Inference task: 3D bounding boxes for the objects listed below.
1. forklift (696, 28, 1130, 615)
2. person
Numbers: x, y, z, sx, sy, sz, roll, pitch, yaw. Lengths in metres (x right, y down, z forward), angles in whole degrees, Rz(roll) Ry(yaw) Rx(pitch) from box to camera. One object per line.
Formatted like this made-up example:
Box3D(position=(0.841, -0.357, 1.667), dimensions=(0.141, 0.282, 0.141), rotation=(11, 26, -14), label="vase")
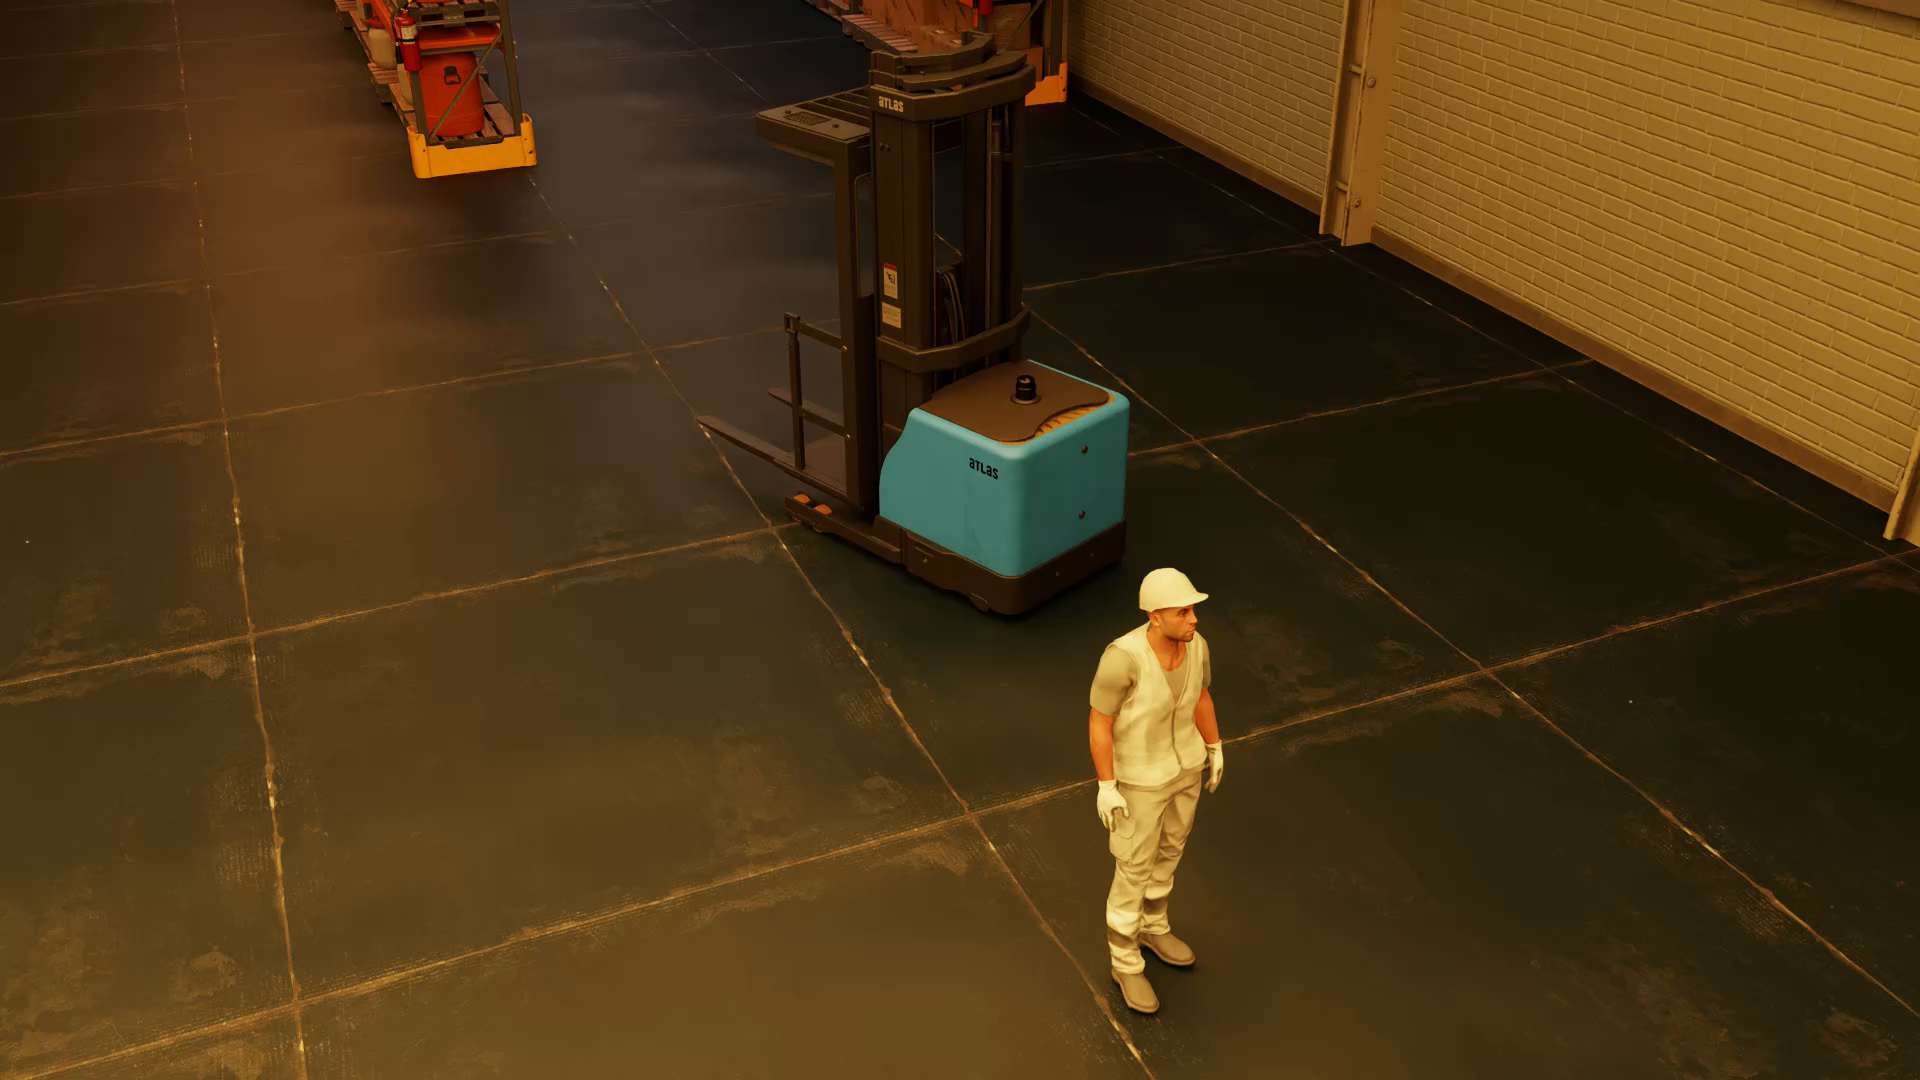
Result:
Box3D(position=(-0.436, -1.483, 9.714), dimensions=(3.031, 2.935, 1.130), rotation=(26, 39, 37), label="forklift")
Box3D(position=(0.827, 0.960, 6.577), dimensions=(0.637, 1.786, 0.565), rotation=(-19, 35, -30), label="person")
